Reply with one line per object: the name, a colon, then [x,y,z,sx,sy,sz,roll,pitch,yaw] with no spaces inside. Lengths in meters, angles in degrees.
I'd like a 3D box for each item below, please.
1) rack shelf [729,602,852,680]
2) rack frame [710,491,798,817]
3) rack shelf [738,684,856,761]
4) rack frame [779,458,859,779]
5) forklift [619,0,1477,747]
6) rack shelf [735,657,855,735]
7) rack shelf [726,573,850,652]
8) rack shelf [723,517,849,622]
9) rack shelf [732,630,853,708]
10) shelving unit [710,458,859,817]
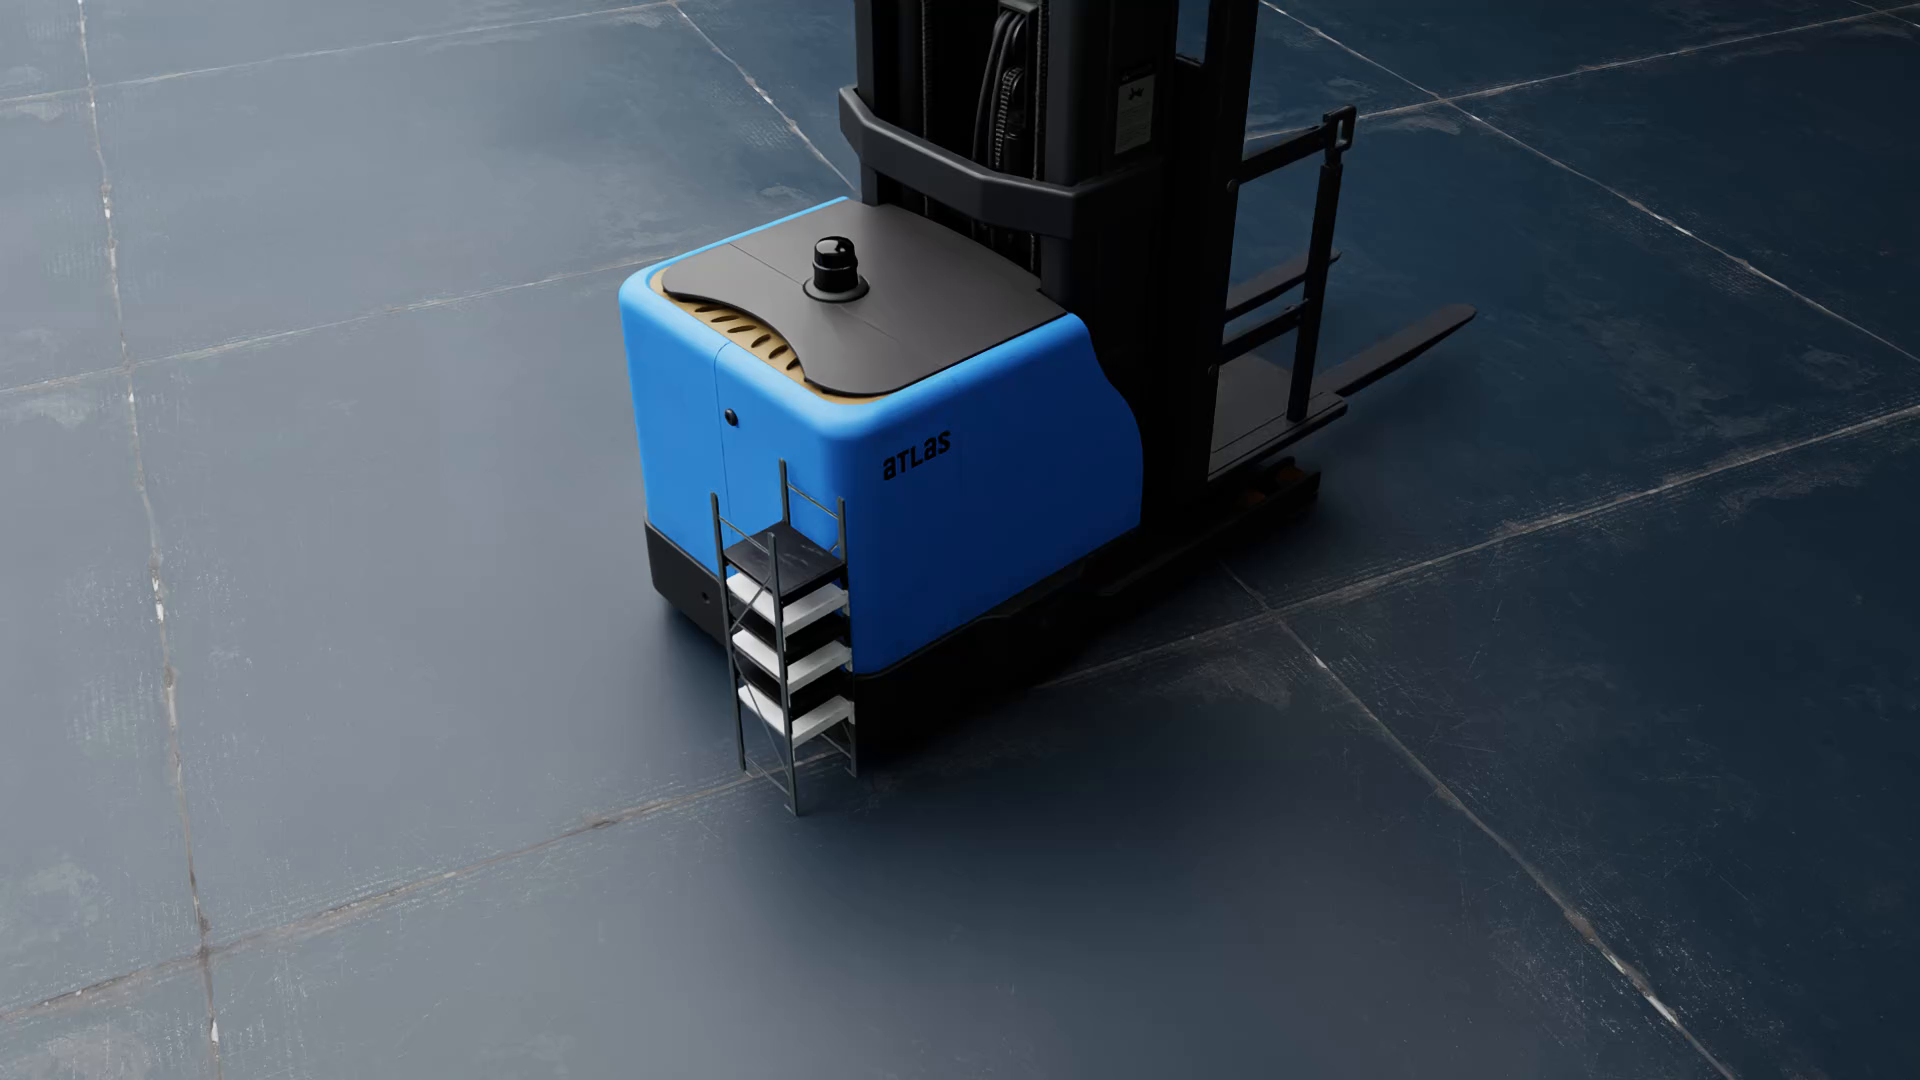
rack shelf: [-0.427,0.213,4.112,0.200,0.077,0.258,-29,45,-33]
rack frame: [-0.501,0.300,4.090,0.006,0.900,0.240,-29,45,-33]
rack shelf: [-0.427,0.430,4.273,0.200,0.077,0.258,-29,45,-33]
rack frame: [-0.353,0.218,4.201,0.006,0.900,0.240,-29,45,-33]
forklift: [0.517,-1.379,4.649,3.031,2.935,1.130,-28,45,-32]
rack shelf: [-0.427,0.358,4.219,0.200,0.077,0.258,-29,45,-33]
rack shelf: [-0.427,0.141,4.058,0.200,0.077,0.258,-29,45,-33]
rack shelf: [-0.427,0.069,4.005,0.200,0.077,0.258,-29,45,-33]
rack shelf: [-0.427,0.286,4.165,0.200,0.077,0.258,-29,45,-33]
shelving unit: [-0.427,0.259,4.146,0.210,0.900,0.258,-29,45,-33]
